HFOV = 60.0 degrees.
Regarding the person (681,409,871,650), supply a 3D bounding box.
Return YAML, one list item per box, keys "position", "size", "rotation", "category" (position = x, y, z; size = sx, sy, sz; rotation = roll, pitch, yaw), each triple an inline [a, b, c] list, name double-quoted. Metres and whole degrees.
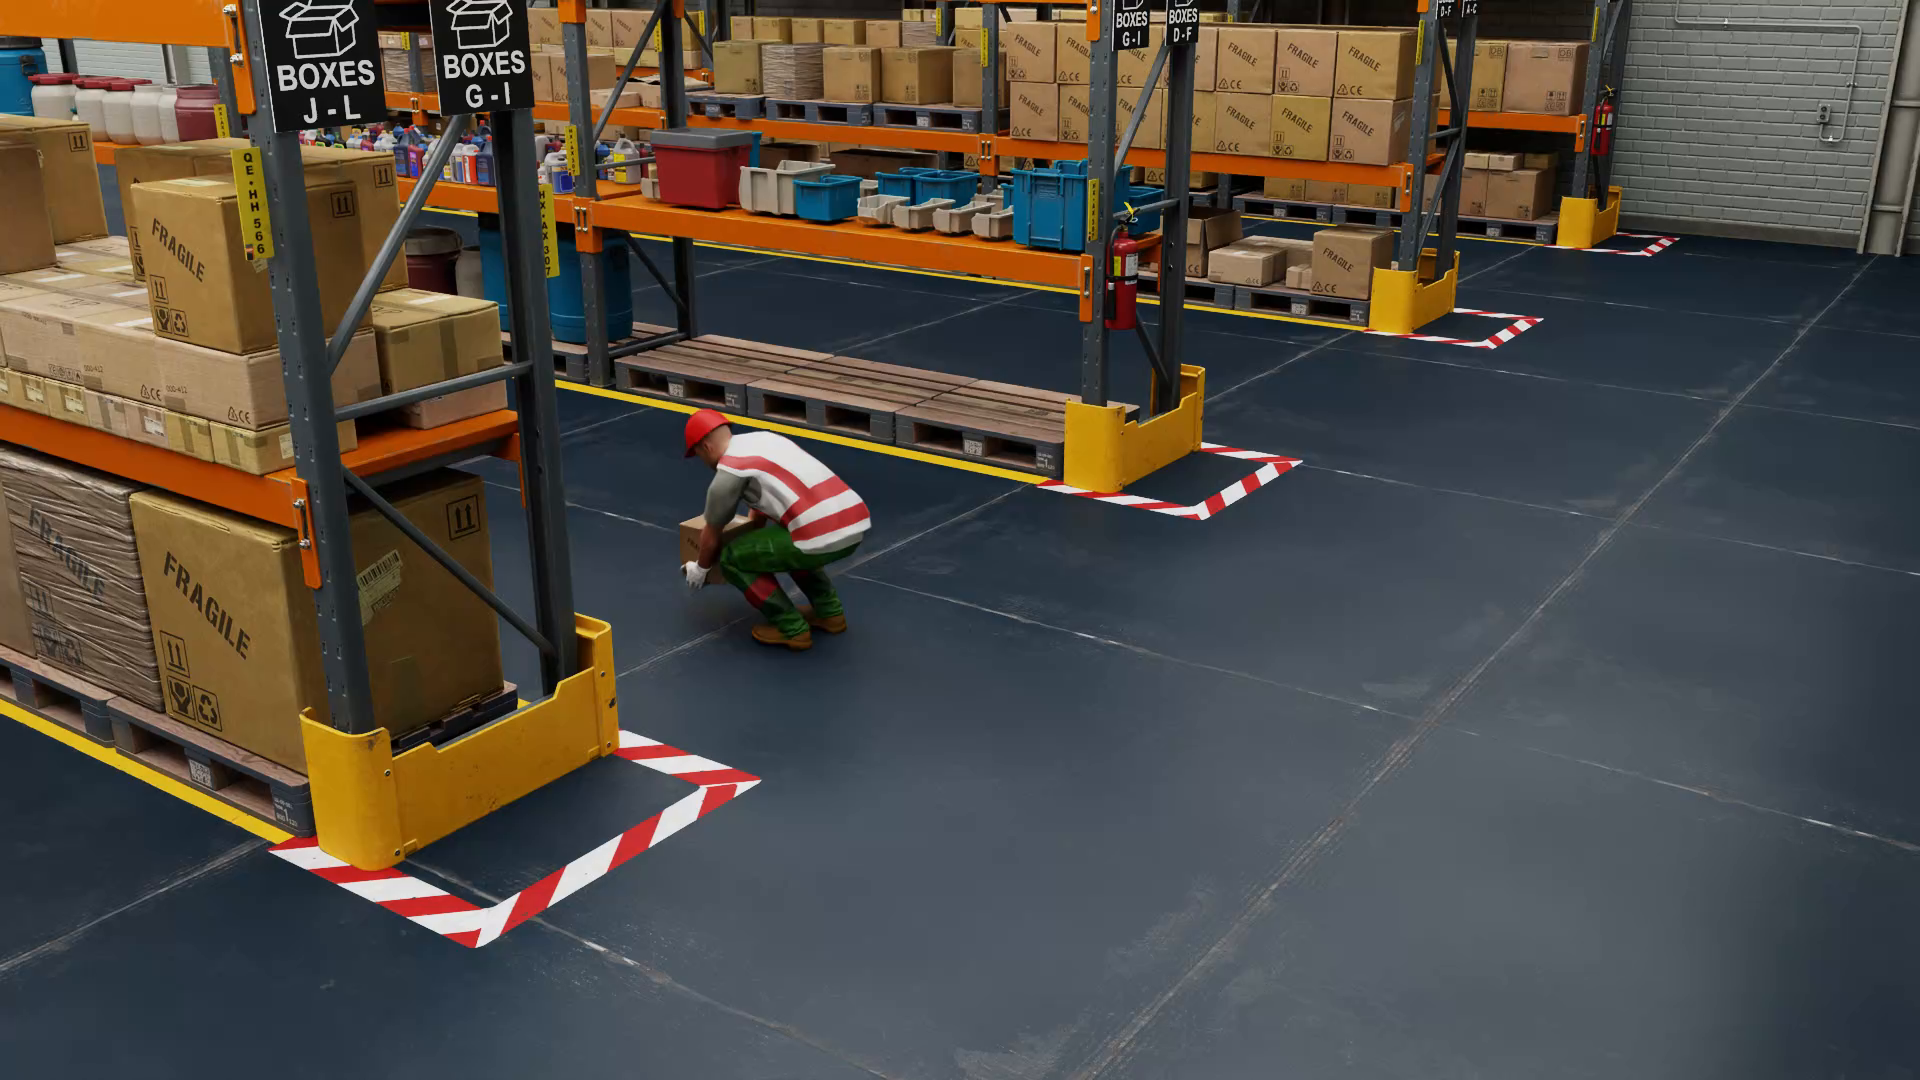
- position: [-0.834, -0.063, 7.402]
  size: [0.895, 0.997, 0.541]
  rotation: [12, 23, 31]
  category: "person"
